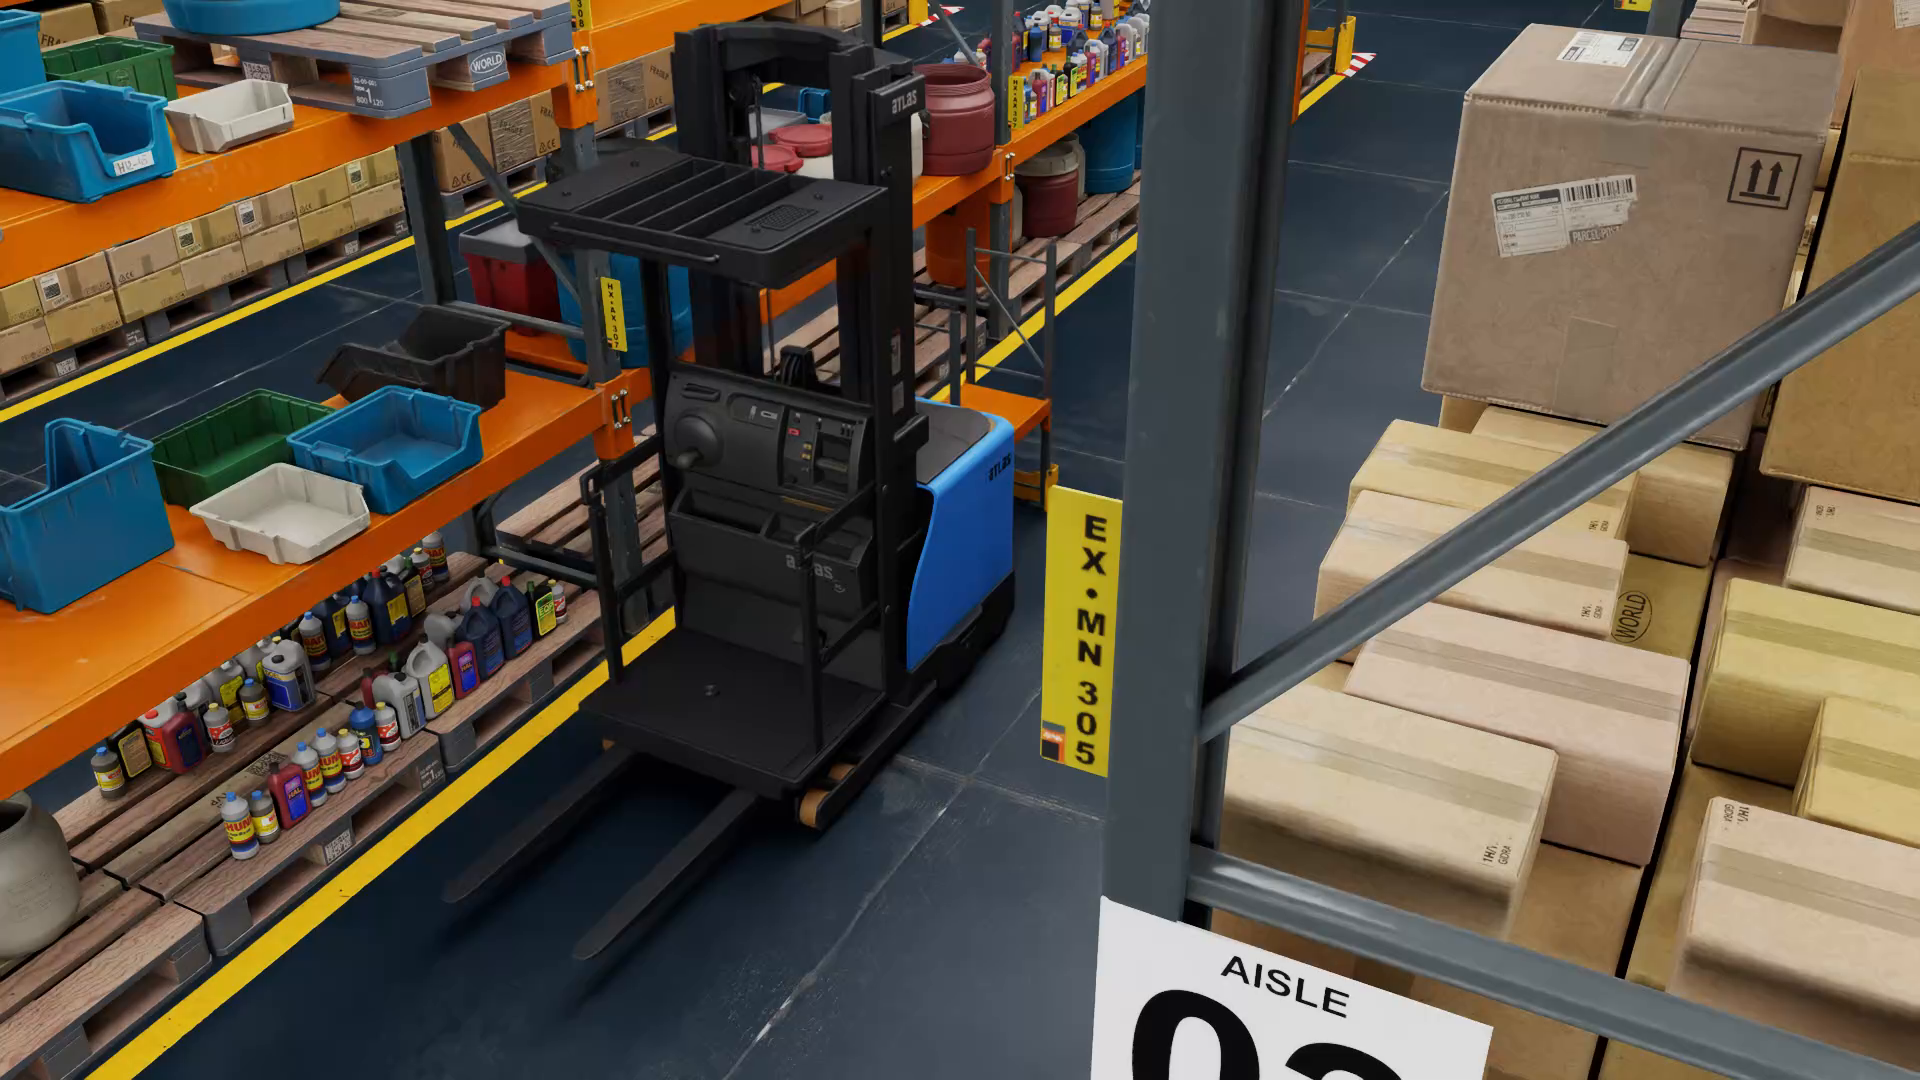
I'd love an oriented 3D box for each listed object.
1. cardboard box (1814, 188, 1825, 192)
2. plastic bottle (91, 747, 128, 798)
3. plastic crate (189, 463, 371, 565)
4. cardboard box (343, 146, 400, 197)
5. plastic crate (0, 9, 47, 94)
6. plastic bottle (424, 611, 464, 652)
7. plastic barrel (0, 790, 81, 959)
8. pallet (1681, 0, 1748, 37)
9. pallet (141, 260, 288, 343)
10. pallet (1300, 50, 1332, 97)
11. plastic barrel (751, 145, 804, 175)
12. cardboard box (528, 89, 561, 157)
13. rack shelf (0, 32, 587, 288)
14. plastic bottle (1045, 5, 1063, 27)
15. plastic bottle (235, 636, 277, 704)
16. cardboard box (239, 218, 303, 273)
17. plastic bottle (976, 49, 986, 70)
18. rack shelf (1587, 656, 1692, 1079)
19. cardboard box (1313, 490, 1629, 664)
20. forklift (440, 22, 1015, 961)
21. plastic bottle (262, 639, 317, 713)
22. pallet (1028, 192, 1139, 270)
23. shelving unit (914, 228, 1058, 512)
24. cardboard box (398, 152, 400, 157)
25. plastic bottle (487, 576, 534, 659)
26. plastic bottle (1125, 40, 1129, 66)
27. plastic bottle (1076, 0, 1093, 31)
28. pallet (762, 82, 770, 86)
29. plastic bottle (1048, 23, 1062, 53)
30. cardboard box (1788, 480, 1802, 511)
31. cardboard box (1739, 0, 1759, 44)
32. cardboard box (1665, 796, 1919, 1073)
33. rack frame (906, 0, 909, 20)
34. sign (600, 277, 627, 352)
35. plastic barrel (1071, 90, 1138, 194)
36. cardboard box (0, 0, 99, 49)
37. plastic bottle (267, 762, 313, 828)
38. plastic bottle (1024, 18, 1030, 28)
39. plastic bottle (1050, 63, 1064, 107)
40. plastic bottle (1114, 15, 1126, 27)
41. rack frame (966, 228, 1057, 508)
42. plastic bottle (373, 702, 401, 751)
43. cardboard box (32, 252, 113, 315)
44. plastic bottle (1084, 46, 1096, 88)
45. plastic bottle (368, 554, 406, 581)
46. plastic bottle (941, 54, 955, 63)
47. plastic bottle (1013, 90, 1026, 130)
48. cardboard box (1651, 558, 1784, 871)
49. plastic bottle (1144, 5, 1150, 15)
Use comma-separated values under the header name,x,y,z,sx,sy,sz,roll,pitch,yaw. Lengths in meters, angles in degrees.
name,x,y,z,sx,sy,sz,roll,pitch,yaw
cardboard box,2.462,-0.829,4.320,0.500,0.250,0.500,16,33,25
plastic bottle,-3.347,0.904,6.531,0.097,0.201,0.097,0,30,0
plastic crate,-2.486,-0.086,6.153,0.530,0.136,0.437,14,33,23
cardboard box,-4.577,-2.821,12.427,0.500,0.311,0.500,15,33,25
plastic crate,-3.193,-1.412,5.201,0.392,0.384,0.575,14,33,23
plastic bottle,-2.239,0.426,7.290,0.152,0.276,0.135,14,33,23
plastic barrel,-3.334,1.161,5.793,0.421,0.512,0.421,0,30,0
pallet,3.283,-1.784,6.020,1.213,0.211,1.003,14,33,23
pallet,-5.524,-1.772,11.624,1.003,0.211,1.213,14,33,23
pallet,3.085,-4.732,16.778,1.003,0.211,1.213,14,33,23
plastic barrel,-1.006,-1.737,8.625,0.433,0.535,0.433,0,30,0
cardboard box,-3.629,-3.575,14.032,0.500,0.500,0.500,14,33,23
rack shelf,-2.883,-1.080,5.329,1.077,0.370,4.000,14,33,23
plastic bottle,0.701,-3.941,12.726,0.152,0.276,0.135,14,33,23
plastic bottle,-2.988,0.516,7.058,0.144,0.351,0.185,14,33,23
cardboard box,-5.043,-2.126,11.780,0.500,0.250,0.500,15,33,24
plastic bottle,0.140,-3.393,11.845,0.097,0.201,0.097,0,30,0
rack shelf,1.527,0.043,3.372,1.077,0.370,4.000,14,33,23
cardboard box,0.714,0.081,2.334,0.380,0.149,0.250,13,32,21
forklift,-0.878,-0.361,6.436,1.130,2.935,3.031,15,33,24
plastic bottle,-2.845,0.571,7.037,0.152,0.276,0.135,14,33,23
pallet,0.730,-2.440,12.787,1.003,0.211,1.213,14,33,23
shelving unit,0.022,-0.666,8.404,0.587,1.500,1.083,15,33,24
cardboard box,-4.340,-3.451,13.816,0.500,0.500,0.500,16,33,25
plastic bottle,-2.008,0.331,7.380,0.144,0.351,0.185,13,32,22
plastic bottle,1.190,-3.585,12.180,0.097,0.201,0.097,0,30,0
plastic bottle,0.956,-4.190,13.158,0.152,0.276,0.135,14,33,23
pallet,-2.421,-4.745,16.801,1.003,0.211,1.213,14,33,23
plastic bottle,0.715,-3.786,12.531,0.097,0.201,0.097,0,30,0
cardboard box,1.570,-0.128,2.699,0.380,0.149,0.250,13,32,21
cardboard box,2.777,-1.718,5.431,0.396,0.266,0.258,16,33,25
cardboard box,0.947,0.441,1.709,0.380,0.149,0.250,14,33,23
rack frame,-0.913,-7.423,18.664,1.000,3.000,0.127,14,33,23
sign,-1.487,-0.968,7.146,0.100,0.325,0.005,14,33,23
plastic barrel,1.087,-3.245,13.075,0.600,0.901,0.708,14,33,23
cardboard box,-8.517,-4.545,15.389,0.750,0.750,0.750,14,33,23
plastic bottle,-2.571,0.953,6.364,0.061,0.283,0.133,15,33,24
plastic bottle,0.474,-3.748,12.394,0.097,0.271,0.097,0,30,0
plastic bottle,0.648,-3.073,11.207,0.061,0.283,0.133,14,33,23
plastic bottle,1.204,-3.795,12.477,0.097,0.271,0.097,0,30,0
rack frame,0.258,-0.885,8.785,0.500,1.500,0.032,15,33,24
plastic bottle,-2.350,0.754,6.794,0.097,0.201,0.097,0,30,0
cardboard box,-5.737,-1.684,10.446,0.500,0.311,0.500,14,33,23
plastic bottle,0.903,-3.321,11.638,0.061,0.283,0.133,14,33,23
plastic bottle,-2.630,0.204,7.676,0.152,0.276,0.135,16,33,25
plastic bottle,-0.082,-3.207,11.452,0.097,0.271,0.097,0,30,0
plastic bottle,0.336,-2.816,10.766,0.152,0.276,0.135,14,33,23
cardboard box,1.295,0.298,2.357,0.500,0.250,0.500,14,33,22
plastic bottle,1.461,-3.939,12.647,0.144,0.351,0.185,14,33,23
